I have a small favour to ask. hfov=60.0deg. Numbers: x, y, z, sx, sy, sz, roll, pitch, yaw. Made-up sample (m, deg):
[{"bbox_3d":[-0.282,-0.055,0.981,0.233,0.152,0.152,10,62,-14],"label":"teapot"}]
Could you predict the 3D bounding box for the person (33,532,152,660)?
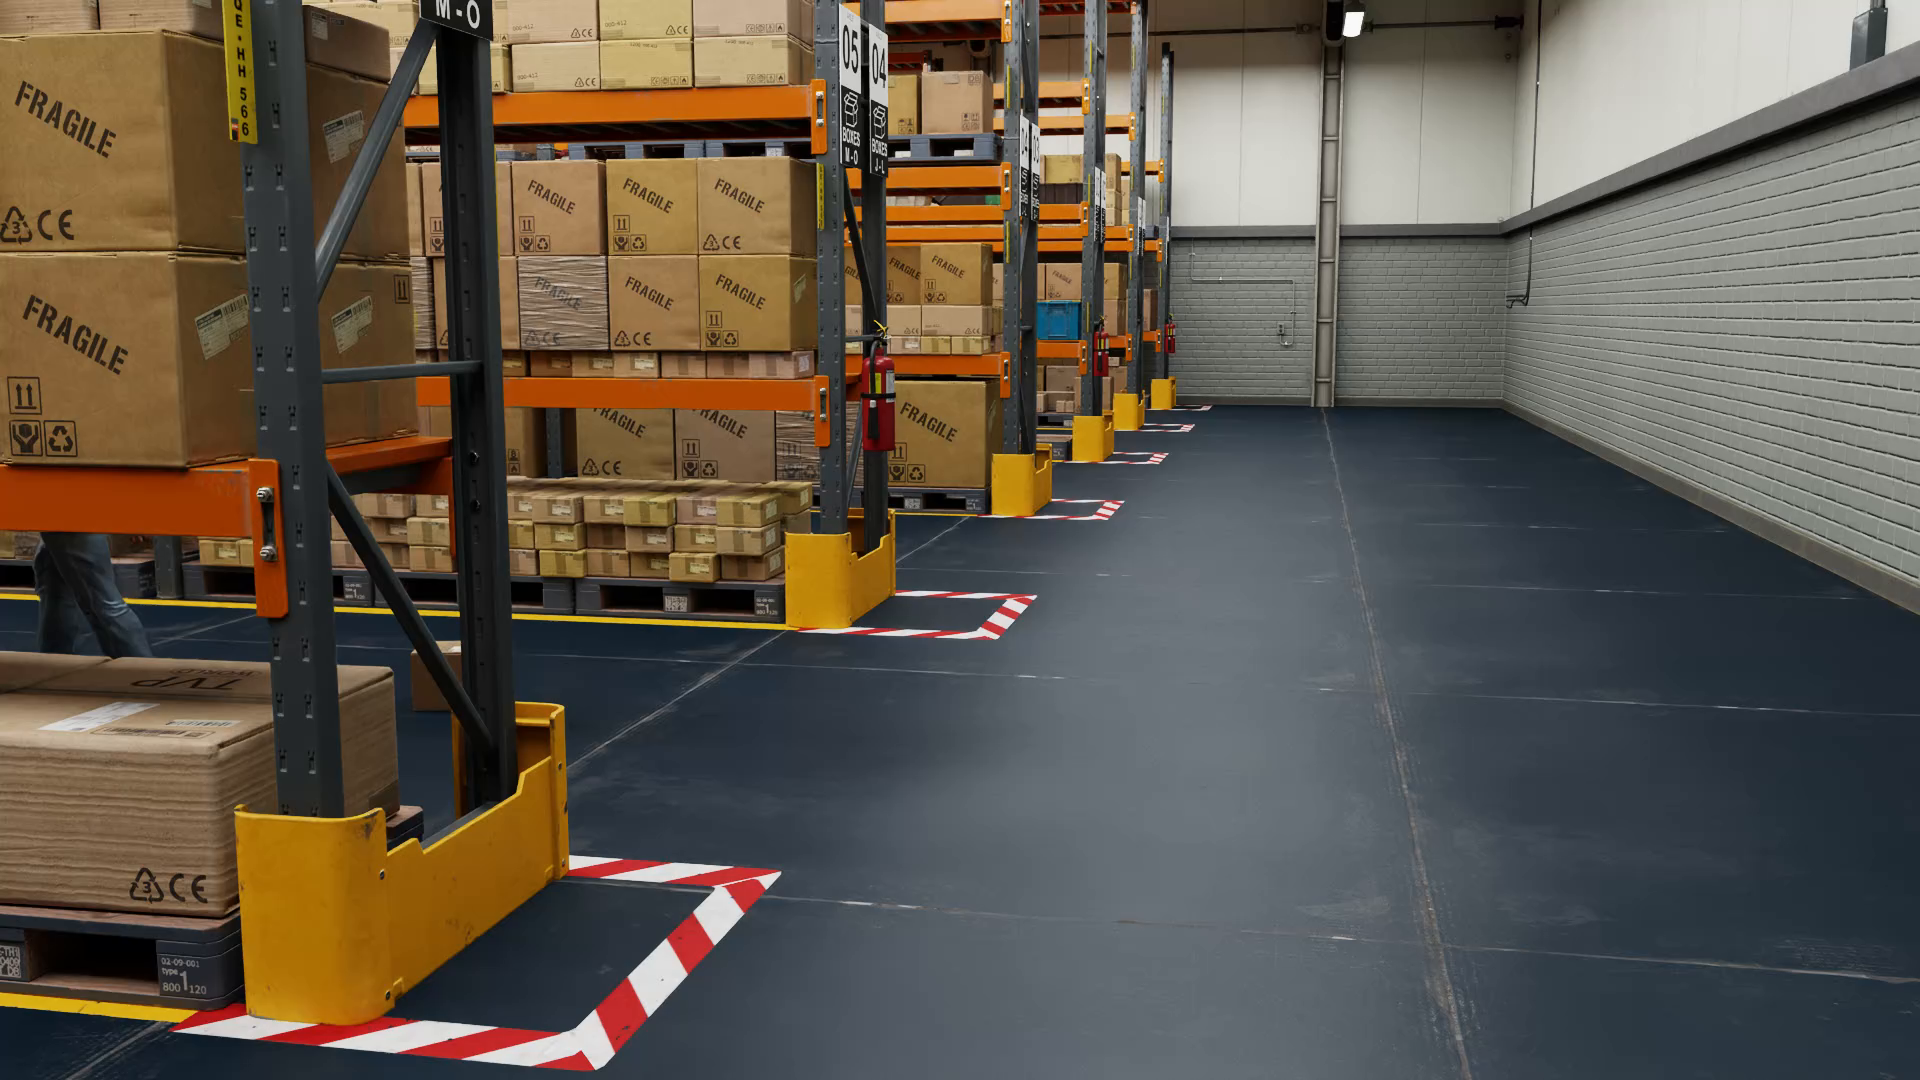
[{"bbox_3d":[-3.646,-0.132,6.702,0.799,1.788,0.570,0,8,2],"label":"person"}]
